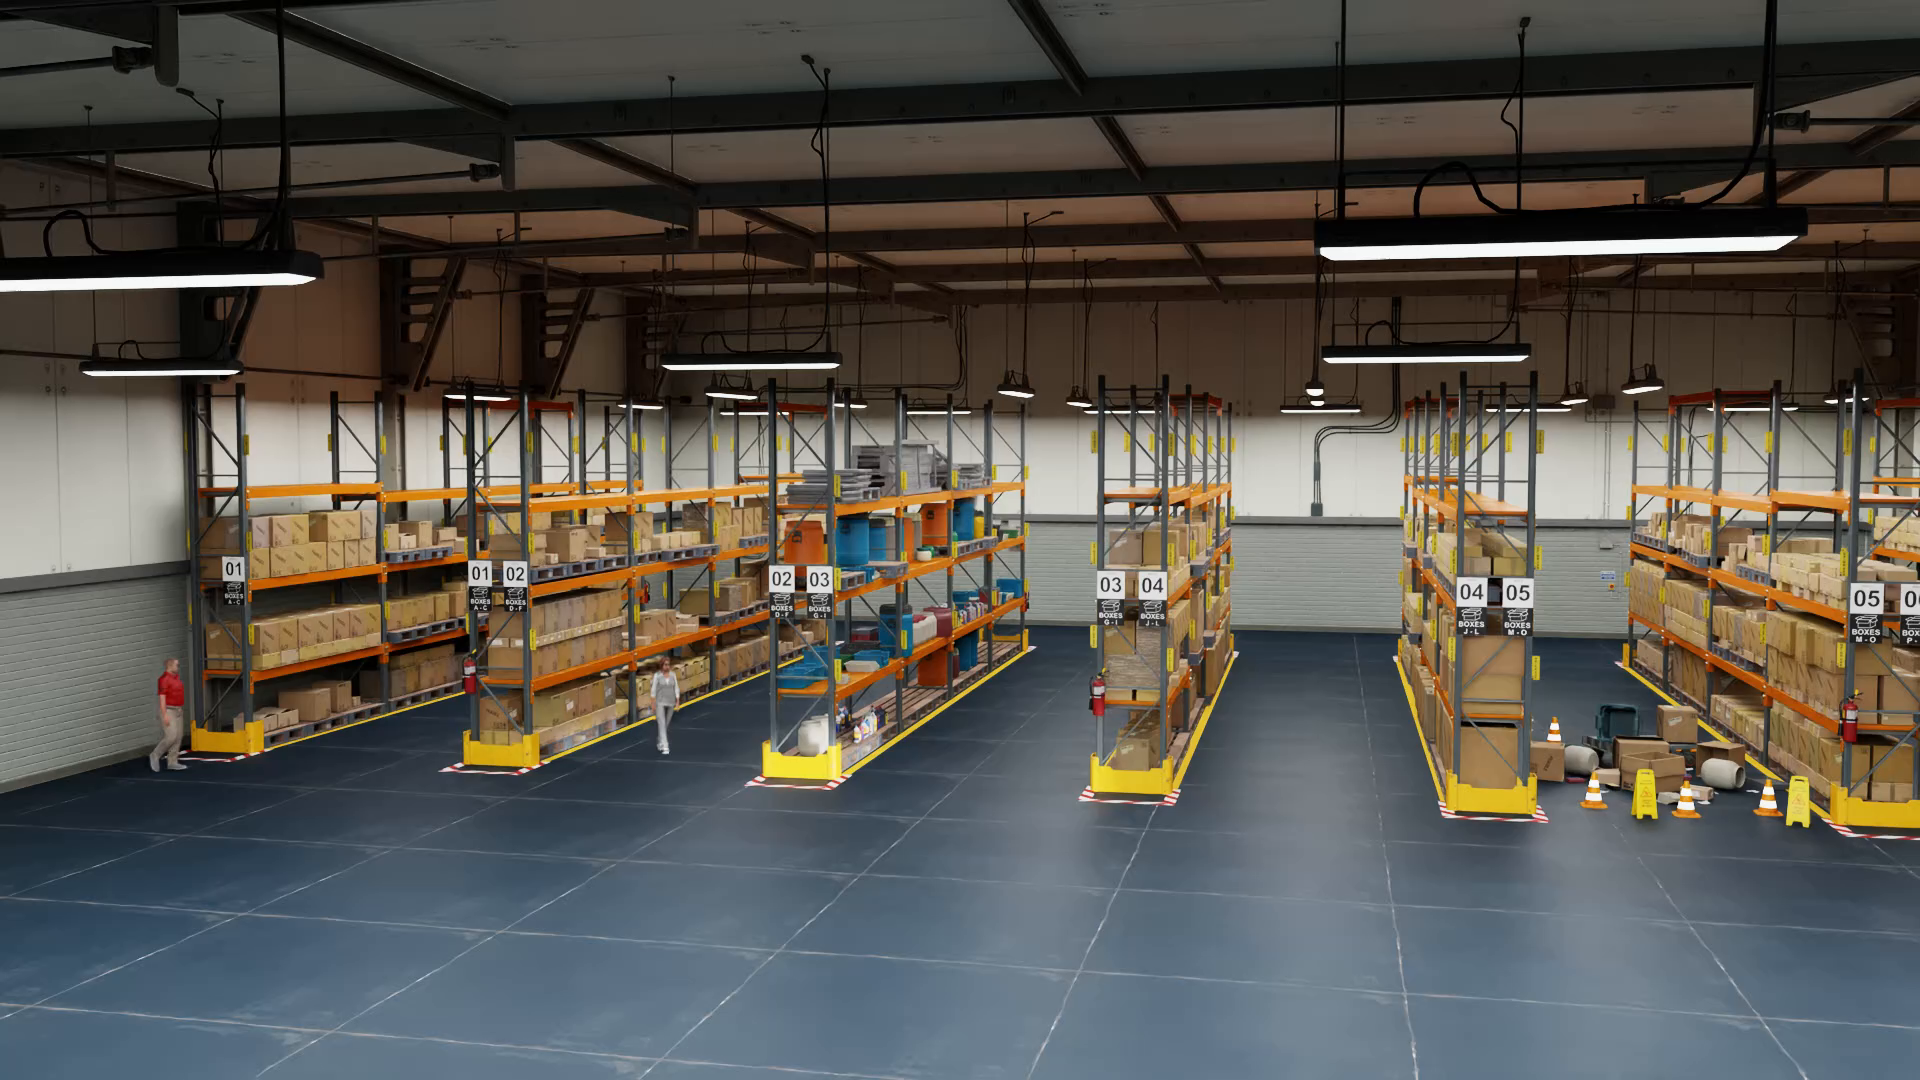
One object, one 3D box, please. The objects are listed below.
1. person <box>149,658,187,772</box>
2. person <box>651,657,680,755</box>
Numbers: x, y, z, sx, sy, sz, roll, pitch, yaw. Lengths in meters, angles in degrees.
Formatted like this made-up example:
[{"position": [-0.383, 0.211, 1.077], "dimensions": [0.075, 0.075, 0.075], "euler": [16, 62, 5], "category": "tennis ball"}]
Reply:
[{"position": [-12.130, 2.665, 25.455], "dimensions": [0.498, 1.723, 0.556], "euler": [0, 3, 6], "category": "person"}, {"position": [-4.750, 2.669, 26.862], "dimensions": [0.467, 1.551, 0.943], "euler": [-2, 4, -34], "category": "person"}]
